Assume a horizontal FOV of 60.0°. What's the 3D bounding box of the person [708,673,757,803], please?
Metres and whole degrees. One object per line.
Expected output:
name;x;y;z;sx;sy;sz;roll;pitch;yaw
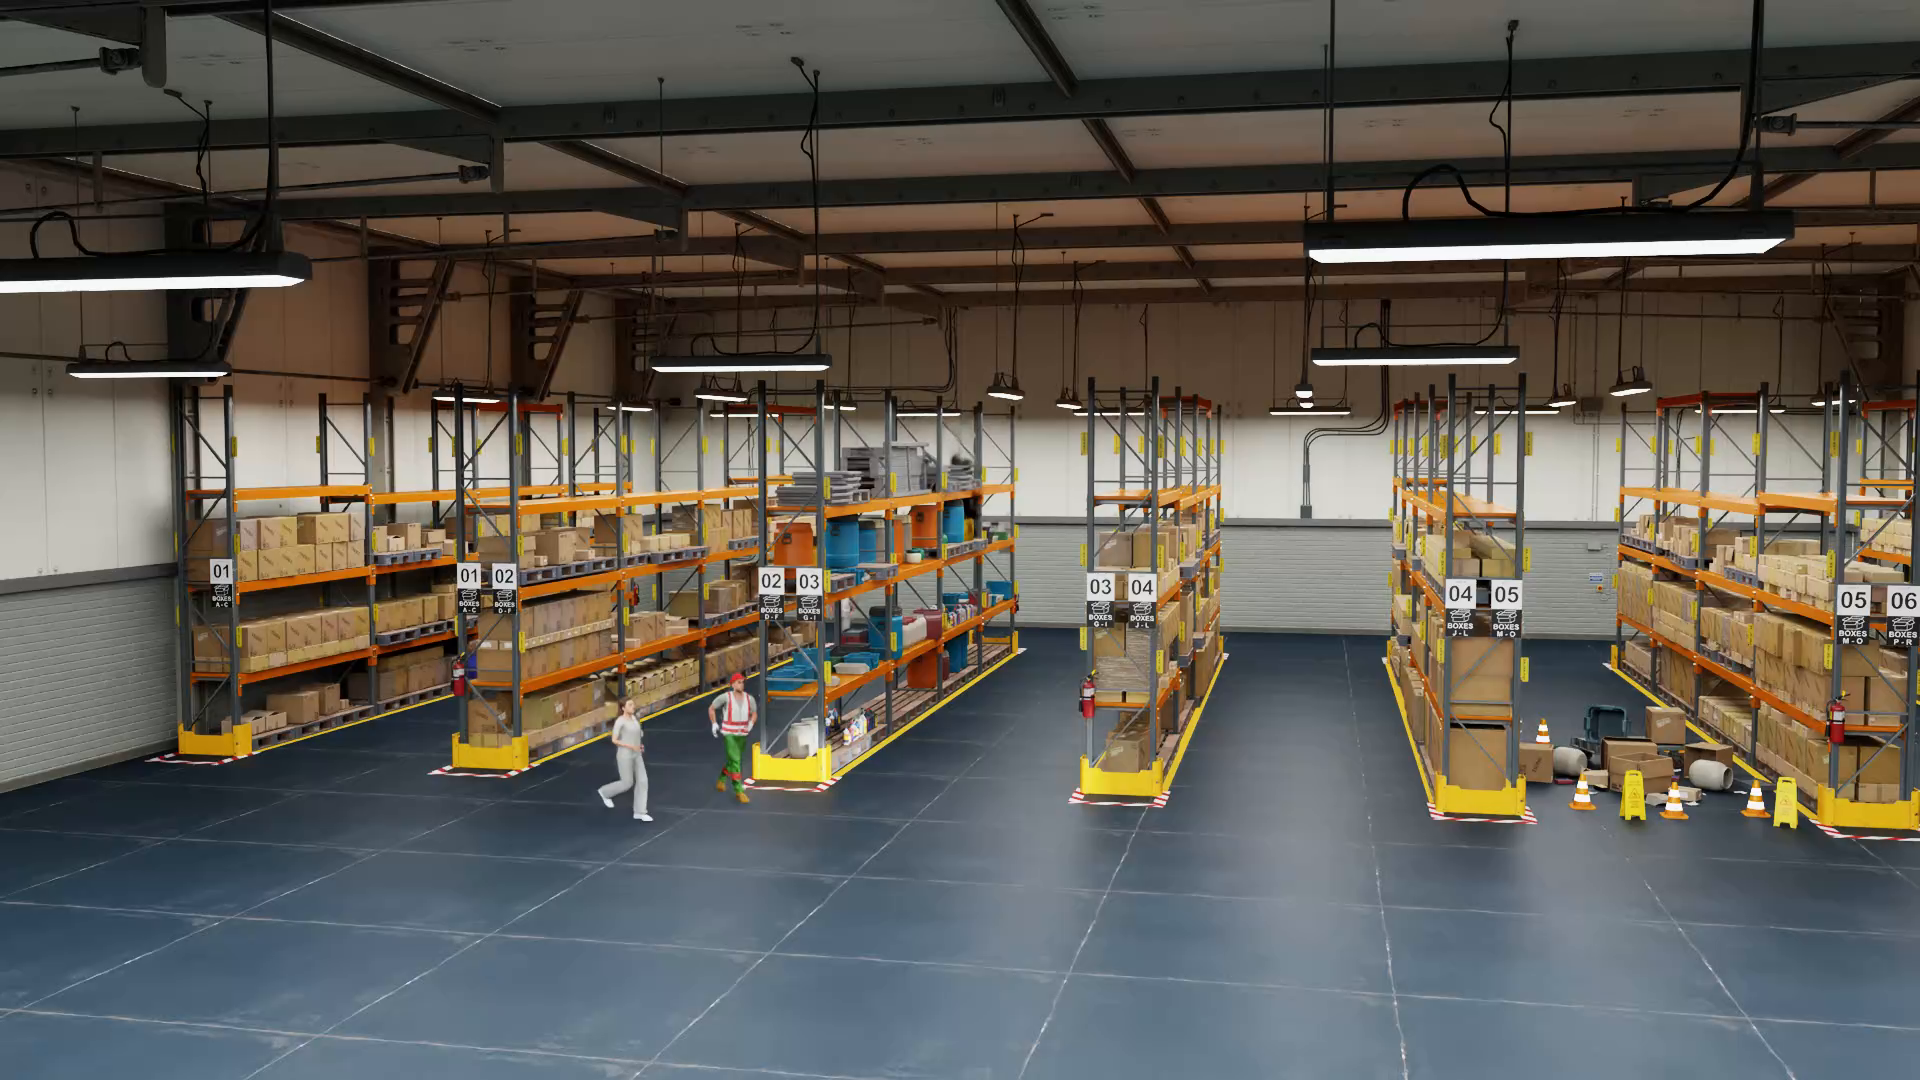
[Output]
person;-3.181;2.781;23.677;0.671;1.770;0.956;-2;4;-35

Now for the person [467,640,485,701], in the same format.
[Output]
person;-8.393;2.566;28.845;0.588;1.672;0.935;1;3;10

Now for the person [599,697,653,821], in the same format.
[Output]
person;-4.480;2.927;22.369;0.868;1.658;0.569;2;4;29

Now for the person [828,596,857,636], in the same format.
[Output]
person;-2.659;1.735;37.683;0.663;1.766;0.752;0;3;-1
